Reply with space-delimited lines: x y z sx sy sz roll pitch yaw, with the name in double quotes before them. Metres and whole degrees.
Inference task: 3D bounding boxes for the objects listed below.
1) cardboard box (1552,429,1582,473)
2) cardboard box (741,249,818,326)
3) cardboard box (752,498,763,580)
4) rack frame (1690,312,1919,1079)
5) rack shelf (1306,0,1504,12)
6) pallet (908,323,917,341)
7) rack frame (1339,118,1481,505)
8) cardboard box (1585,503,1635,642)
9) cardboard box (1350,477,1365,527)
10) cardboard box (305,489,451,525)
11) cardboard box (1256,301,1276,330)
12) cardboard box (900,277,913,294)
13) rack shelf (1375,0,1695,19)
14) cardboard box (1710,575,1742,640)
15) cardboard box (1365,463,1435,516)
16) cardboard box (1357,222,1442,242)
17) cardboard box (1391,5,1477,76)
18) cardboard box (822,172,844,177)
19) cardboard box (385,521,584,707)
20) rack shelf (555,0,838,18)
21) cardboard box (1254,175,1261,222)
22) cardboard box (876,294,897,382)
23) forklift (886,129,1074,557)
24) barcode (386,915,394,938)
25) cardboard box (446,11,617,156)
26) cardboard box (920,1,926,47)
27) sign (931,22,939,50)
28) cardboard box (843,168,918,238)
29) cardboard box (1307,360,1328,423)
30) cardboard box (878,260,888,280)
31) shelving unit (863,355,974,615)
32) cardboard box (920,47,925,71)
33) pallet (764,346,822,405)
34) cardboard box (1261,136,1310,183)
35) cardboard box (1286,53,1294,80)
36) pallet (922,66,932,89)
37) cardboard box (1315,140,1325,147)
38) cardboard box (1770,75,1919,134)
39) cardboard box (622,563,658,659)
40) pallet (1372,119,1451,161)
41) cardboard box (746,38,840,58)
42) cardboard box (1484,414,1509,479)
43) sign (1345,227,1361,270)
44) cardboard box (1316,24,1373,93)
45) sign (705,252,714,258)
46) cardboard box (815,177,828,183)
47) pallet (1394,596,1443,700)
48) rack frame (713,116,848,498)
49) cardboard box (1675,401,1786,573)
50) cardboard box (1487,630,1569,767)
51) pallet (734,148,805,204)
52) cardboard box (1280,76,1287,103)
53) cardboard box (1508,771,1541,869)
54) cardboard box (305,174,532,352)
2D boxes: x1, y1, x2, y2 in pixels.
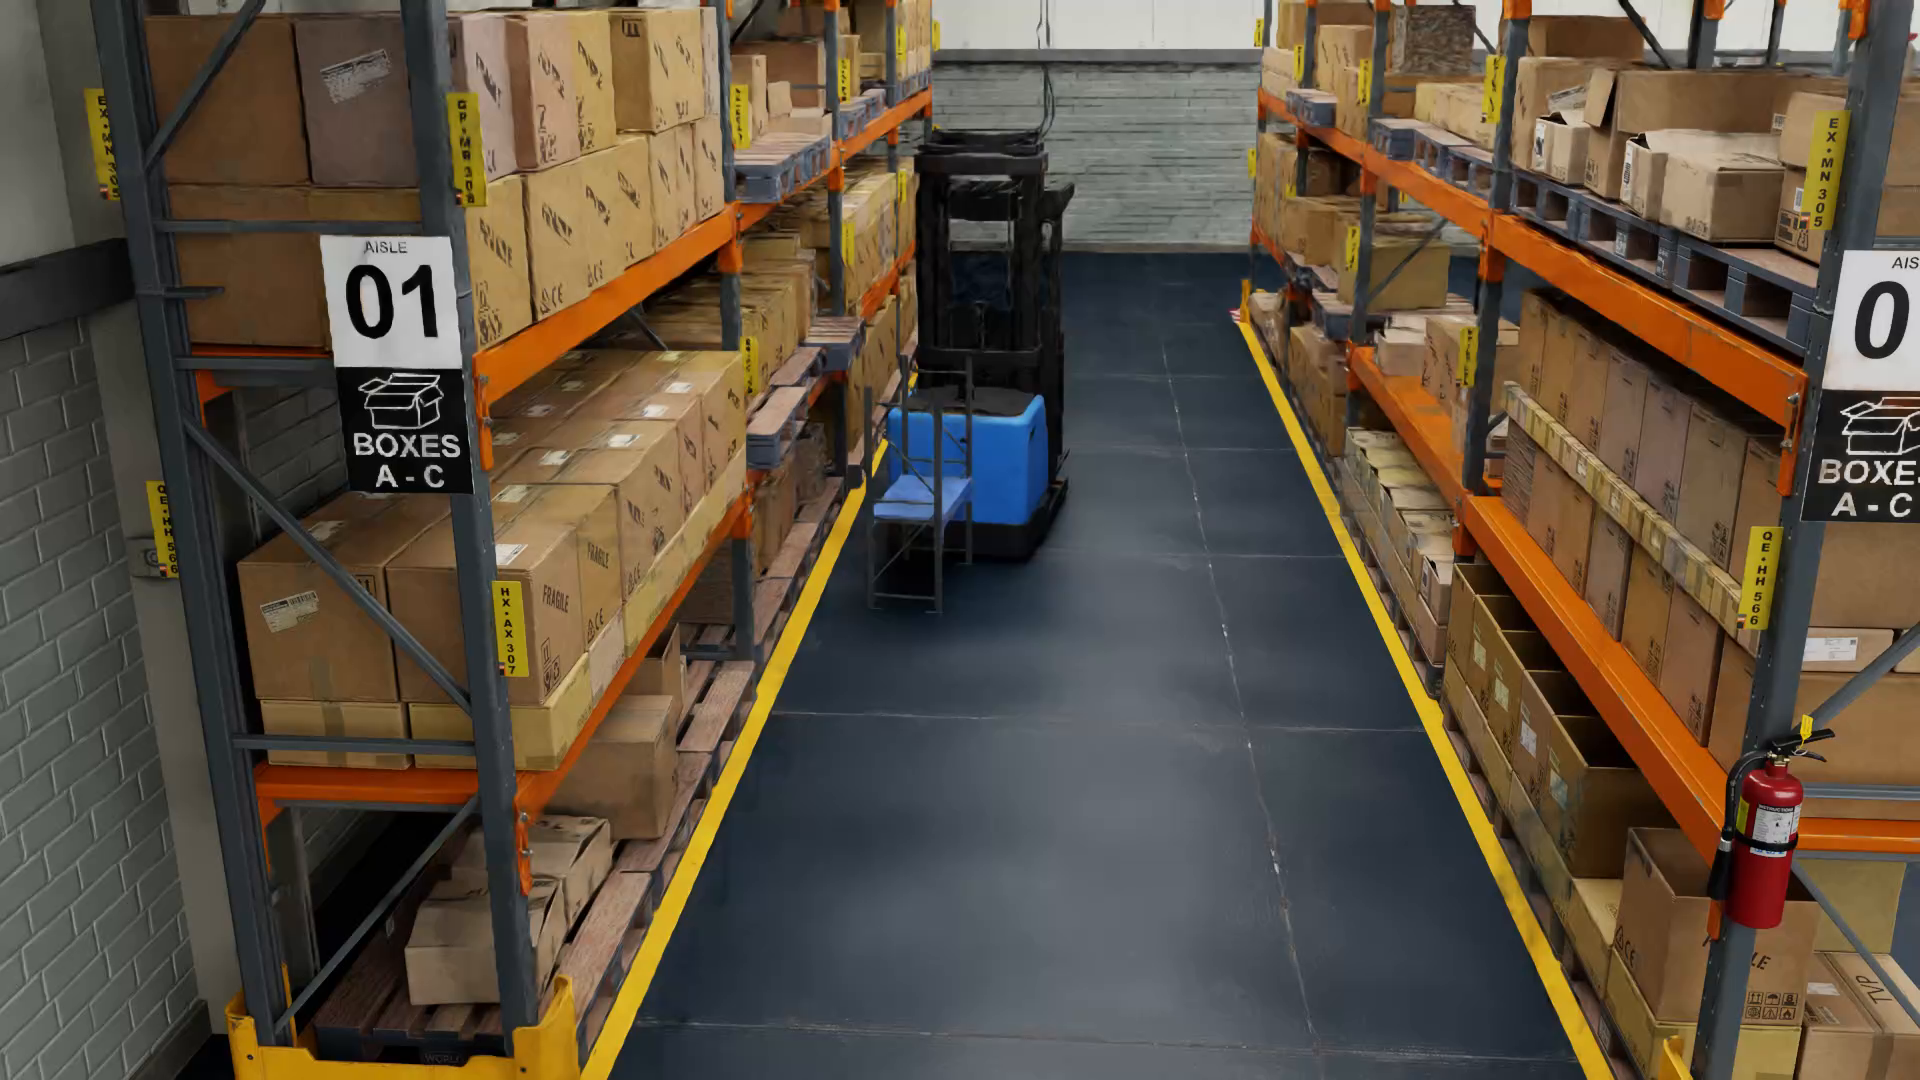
"cardboard box" 2.955 -0.406 7.643 0.380 0.149 0.250 1 18 2
"cardboard box" -1.439 -1.909 12.564 0.700 0.500 0.500 -1 18 -3
"cardboard box" -1.678 0.032 10.816 0.700 0.500 0.500 1 18 3
"rack frame" 2.953 0.796 5.178 1.000 3.000 0.127 1 18 4
"rack shelf" 3.670 -4.629 13.896 1.077 0.370 4.000 1 18 4
"pallet" -0.911 -2.330 19.195 1.003 0.211 1.213 1 18 4
"rack frame" 3.526 -1.689 12.760 1.000 3.000 0.127 1 18 4
"cardboard box" 3.107 0.123 7.071 0.700 0.500 0.500 2 18 6
"cardboard box" 3.161 -0.270 12.170 0.500 0.250 0.500 1 18 2
"cardboard box" -2.121 0.084 6.353 0.500 0.500 0.500 2 18 5
"cardboard box" 3.706 -2.603 19.259 0.500 0.250 0.500 1 18 4
"cardboard box" -0.728 -2.855 18.617 0.380 0.149 0.250 1 18 2
"rack shelf" 3.383 -3.387 10.105 1.077 0.370 4.000 1 18 4
"cardboard box" 2.808 0.236 5.684 0.380 0.149 0.250 2 18 5
"cardboard box" 3.128 -0.371 11.578 0.500 0.311 0.500 1 18 2
"cardboard box" 3.715 -2.414 14.138 0.700 0.500 0.500 5 19 14
"cardboard box" 3.564 -3.772 12.535 0.500 0.500 0.500 1 18 4
"cardboard box" -1.421 -3.458 16.286 0.500 0.250 0.500 2 18 6
"cardboard box" -1.654 0.250 5.847 0.500 0.500 0.500 1 18 4
"rack shelf" -1.558 -3.496 10.439 1.077 0.370 4.000 1 18 4
"cardboard box" 3.805 -4.089 19.925 0.500 0.500 0.500 2 18 5
"cardboard box" -1.045 -2.014 16.530 0.750 0.750 0.750 1 18 5
"forklift" 0.265 -1.690 12.875 1.130 2.935 3.031 4 18 11
"barcode" -2.247 1.523 6.554 0.001 0.075 0.075 1 18 4
"cardboard box" -1.607 -1.700 6.177 0.500 0.500 0.500 2 18 5
"cardboard box" -0.668 -5.852 18.850 0.500 0.500 0.500 2 18 6
"sign" -0.301 -6.075 20.034 0.100 0.325 0.005 1 18 4
"cardboard box" -0.973 -3.804 18.734 0.980 0.700 0.700 0 18 1
"cardboard box" 3.428 -1.330 14.972 0.500 0.500 0.500 1 18 2
"cardboard box" -0.888 -2.578 15.844 0.380 0.149 0.250 1 18 4
"shelving unit" -0.263 -0.396 11.222 0.538 1.500 1.048 4 18 11
"cardboard box" -0.665 -5.489 18.947 0.500 0.250 0.500 1 18 2
"pallet" -1.516 -1.092 11.245 1.003 0.211 1.213 1 18 4
"cardboard box" 3.775 -4.402 19.273 0.500 0.500 0.500 1 18 4
"cardboard box" 3.616 -4.835 16.983 0.500 0.250 0.500 1 18 4
"pallet" -0.884 -5.436 19.520 1.003 0.211 1.213 1 18 4
"cardboard box" 4.274 -4.234 18.761 0.500 0.500 0.500 2 18 5
"cardboard box" 3.345 -1.453 6.163 0.500 0.500 0.500 1 18 4
"cardboard box" -1.571 0.284 6.948 0.500 0.250 0.500 1 18 3
"pallet" 3.567 -2.812 11.673 1.213 0.211 1.003 2 18 6
"cardboard box" -1.399 -3.970 14.036 0.700 0.500 0.500 2 18 7
"cardboard box" 3.231 -0.529 9.462 0.500 0.250 0.500 2 18 7
"sign" 2.984 -2.211 12.620 0.100 0.325 0.005 1 18 4
"cardboard box" 3.704 -4.497 15.516 0.600 0.600 0.600 0 18 -1
"sign" -1.969 -2.360 12.949 0.100 0.325 0.005 1 18 4
"cardboard box" -1.452 -3.296 15.789 0.500 0.250 0.500 1 18 5
"pallet" 3.254 0.649 10.104 1.003 0.211 1.213 1 18 4
"rack frame" -1.415 -1.798 13.094 1.000 3.000 0.127 1 18 4
"cardboard box" 3.035 -0.193 5.951 0.700 0.500 0.500 1 18 2
"cardboard box" 2.823 0.752 7.849 0.500 0.500 0.500 1 18 4
"pallet" -1.551 -2.082 9.443 1.213 0.211 1.003 1 18 4
"cardboard box" 3.656 -4.753 17.535 0.500 0.250 0.500 1 18 4
"cardboard box" 2.792 1.263 7.491 0.500 0.250 0.500 1 18 4
"cardboard box" -1.715 -0.895 5.326 0.500 0.500 0.500 2 18 5
